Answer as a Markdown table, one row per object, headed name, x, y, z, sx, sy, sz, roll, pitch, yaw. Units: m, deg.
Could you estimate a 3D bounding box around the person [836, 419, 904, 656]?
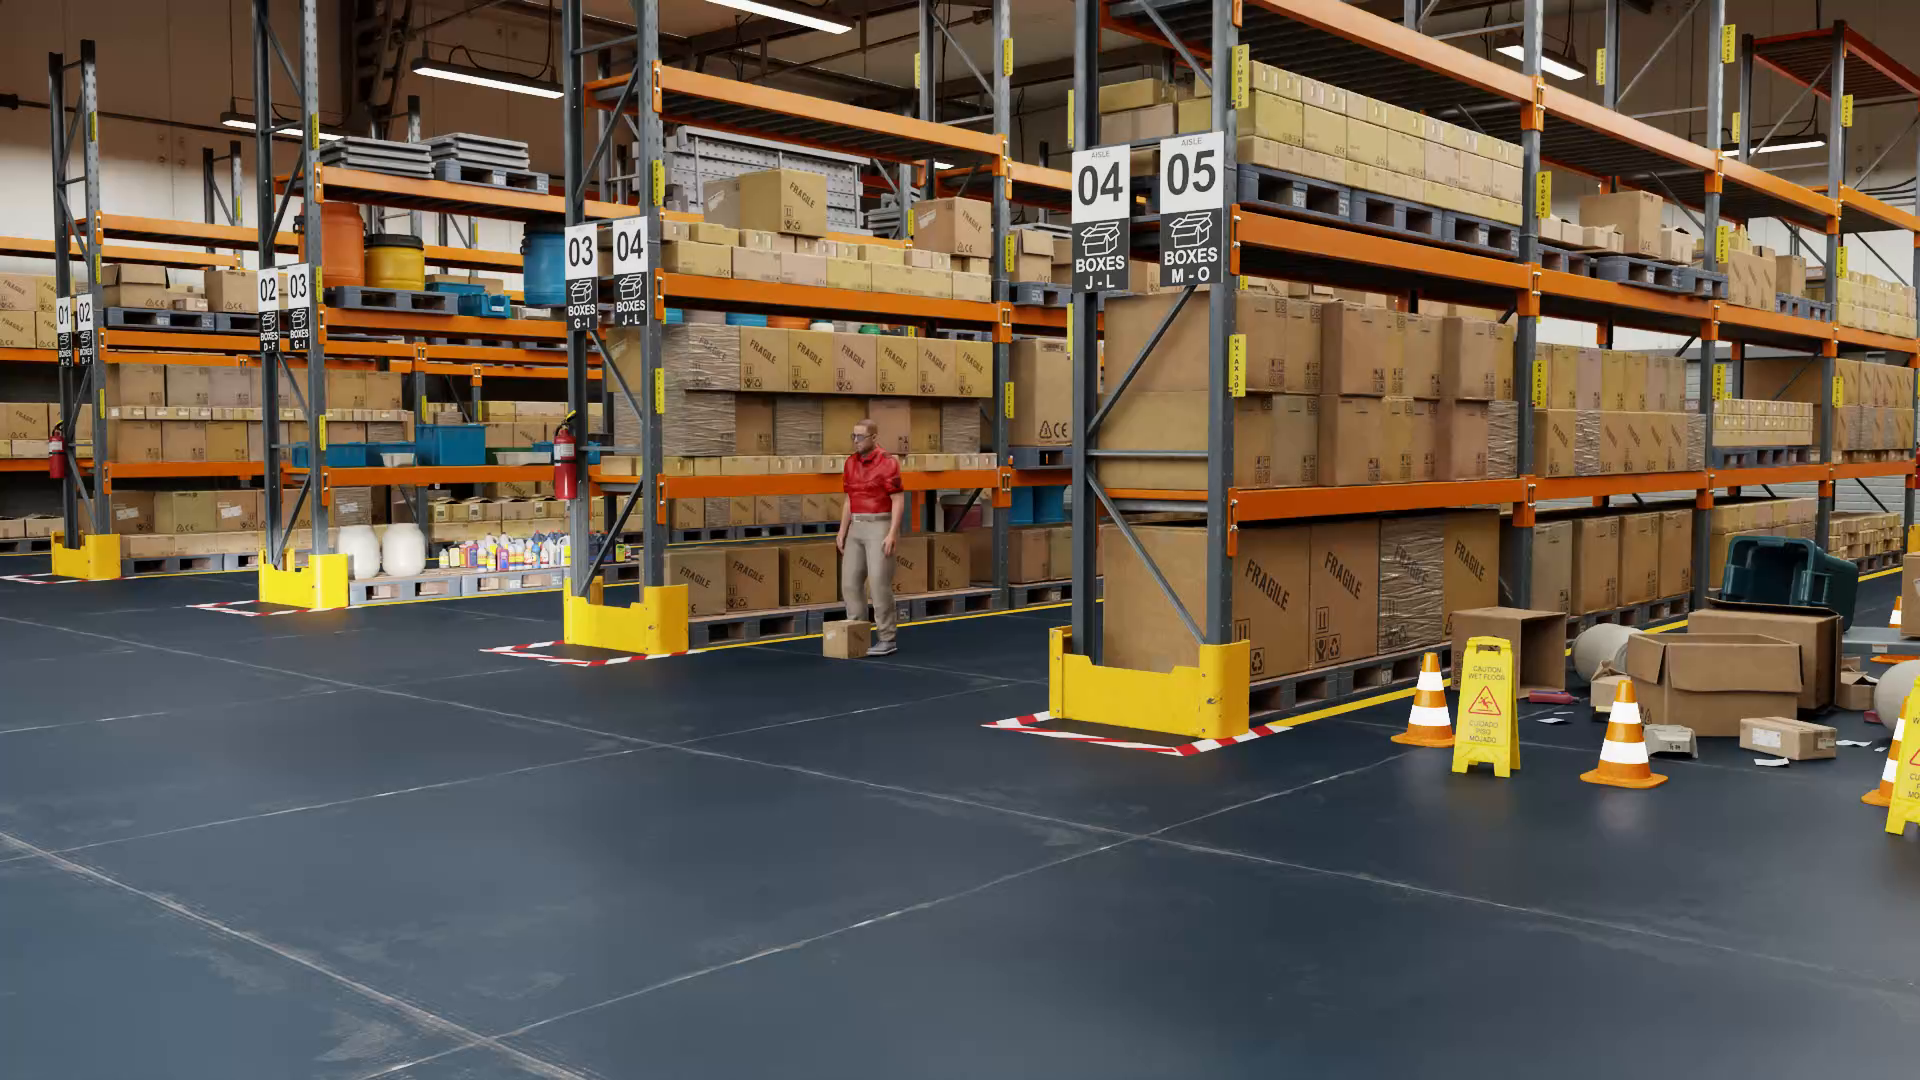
| name | x | y | z | sx | sy | sz | roll | pitch | yaw |
| --- | --- | --- | --- | --- | --- | --- | --- | --- | --- |
| person | -0.666 | -0.027 | 12.277 | 0.585 | 1.727 | 0.392 | 3 | 5 | 41 |
